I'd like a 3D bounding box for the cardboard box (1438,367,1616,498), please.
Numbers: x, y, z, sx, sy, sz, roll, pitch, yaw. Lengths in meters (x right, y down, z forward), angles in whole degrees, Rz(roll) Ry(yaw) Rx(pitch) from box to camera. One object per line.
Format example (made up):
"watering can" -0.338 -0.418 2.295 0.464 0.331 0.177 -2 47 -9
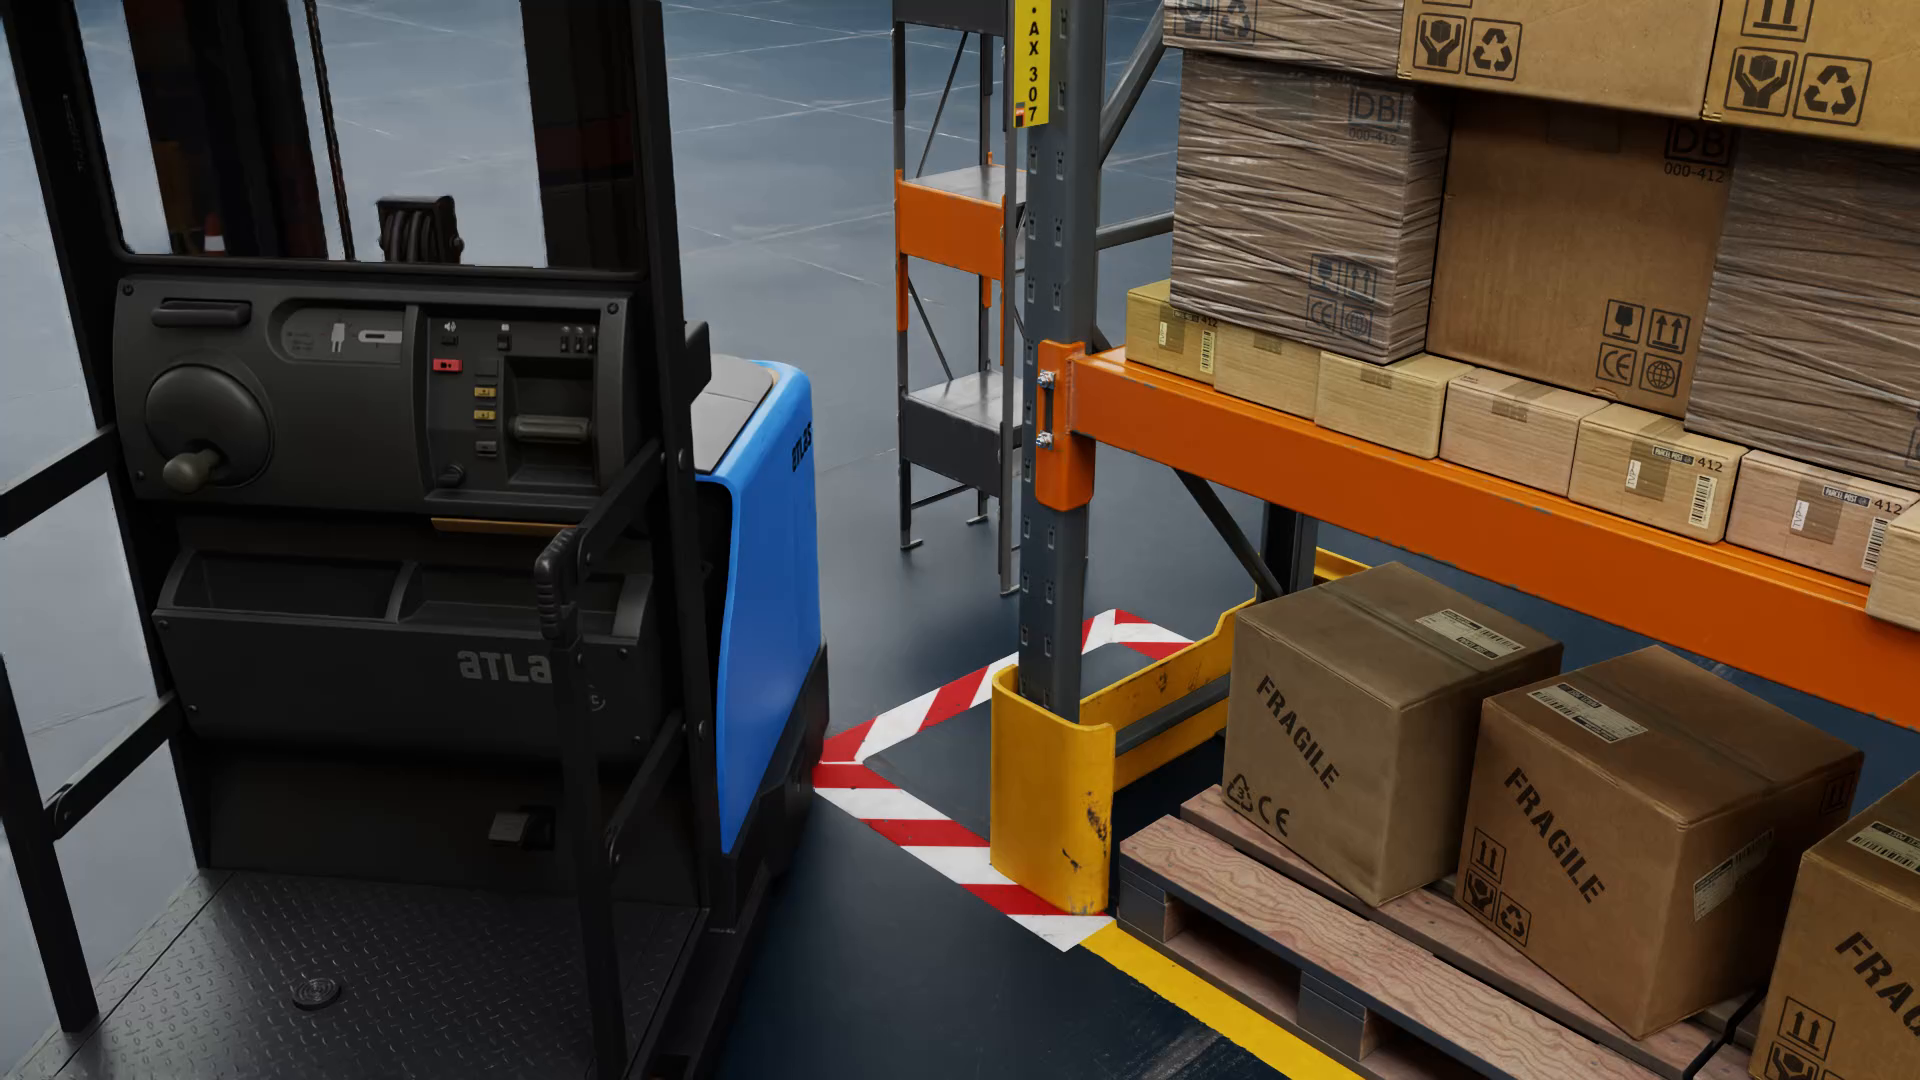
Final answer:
"cardboard box" 1.062 -0.225 2.933 0.380 0.149 0.250 -21 32 -38

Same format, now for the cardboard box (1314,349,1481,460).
"cardboard box" 0.876 -0.295 3.086 0.380 0.149 0.250 -21 32 -38

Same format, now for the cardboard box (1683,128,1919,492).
"cardboard box" 1.634 -0.450 2.643 0.875 0.500 0.500 -21 32 -38

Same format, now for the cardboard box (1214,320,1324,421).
"cardboard box" 0.716 -0.375 3.261 0.380 0.149 0.250 -21 32 -38

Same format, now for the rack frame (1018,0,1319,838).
"rack frame" 0.538 -0.725 3.725 1.000 3.000 0.127 -21 32 -38

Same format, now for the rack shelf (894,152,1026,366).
"rack shelf" 0.113 -0.893 5.210 0.431 0.518 0.480 -21 32 -38

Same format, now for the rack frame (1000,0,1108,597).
"rack frame" 0.280 -0.831 5.042 0.400 2.100 0.015 -21 32 -38

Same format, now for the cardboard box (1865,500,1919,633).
"cardboard box" 1.514 0.026 2.383 0.380 0.149 0.250 -21 32 -38

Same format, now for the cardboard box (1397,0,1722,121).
"cardboard box" 1.052 -0.963 2.563 0.500 0.500 0.500 -21 32 -38

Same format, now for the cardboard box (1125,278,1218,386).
"cardboard box" 0.559 -0.456 3.439 0.380 0.149 0.250 -21 32 -38

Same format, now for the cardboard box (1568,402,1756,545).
"cardboard box" 1.228 -0.148 2.762 0.380 0.149 0.250 -21 32 -38

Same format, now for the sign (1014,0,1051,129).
"sign" 0.143 -0.965 3.207 0.100 0.325 0.005 -21 32 -38

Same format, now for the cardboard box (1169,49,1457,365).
"cardboard box" 0.894 -0.731 3.260 0.875 0.500 0.500 -21 32 -38

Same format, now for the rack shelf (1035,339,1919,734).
"rack shelf" 1.905 0.208 2.546 1.077 0.370 4.000 -21 32 -38

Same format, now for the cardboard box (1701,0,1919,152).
"cardboard box" 1.395 -0.812 2.232 0.500 0.500 0.500 -21 32 -38

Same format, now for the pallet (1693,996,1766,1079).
"pallet" 1.950 1.193 2.881 1.003 0.211 1.213 -21 32 -38

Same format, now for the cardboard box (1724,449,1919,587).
"cardboard box" 1.418 -0.080 2.613 0.380 0.149 0.250 -21 32 -38

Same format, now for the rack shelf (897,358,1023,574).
"rack shelf" 0.113 -0.256 5.500 0.431 0.518 0.480 -21 32 -38

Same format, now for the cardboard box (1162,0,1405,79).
"cardboard box" 0.715 -1.117 2.900 0.500 0.500 0.500 -21 32 -38

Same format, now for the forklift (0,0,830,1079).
"forklift" -1.055 -0.223 2.708 1.130 2.935 3.031 3 25 7

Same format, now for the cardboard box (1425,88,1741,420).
"cardboard box" 1.324 -0.614 3.002 0.875 0.500 0.500 -21 32 -38

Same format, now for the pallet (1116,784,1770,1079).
"pallet" 1.120 0.823 3.691 1.003 0.211 1.213 -21 32 -38

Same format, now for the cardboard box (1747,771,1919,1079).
"cardboard box" 1.801 0.782 2.928 0.500 0.500 0.500 -18 30 -34

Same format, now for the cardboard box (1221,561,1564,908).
"cardboard box" 0.953 0.415 3.731 0.500 0.500 0.500 -15 28 -29

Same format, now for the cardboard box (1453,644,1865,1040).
"cardboard box" 1.387 0.587 3.355 0.500 0.500 0.500 -12 27 -25

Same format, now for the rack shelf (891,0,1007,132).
"rack shelf" 0.113 -1.530 4.919 0.431 0.518 0.480 -21 32 -38

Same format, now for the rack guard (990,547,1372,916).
"rack guard" 0.590 0.436 4.193 1.175 0.500 0.348 -21 32 -38

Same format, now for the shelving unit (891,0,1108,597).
"shelving unit" 0.113 -0.905 5.204 0.431 2.100 0.503 -21 32 -38

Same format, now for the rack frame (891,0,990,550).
"rack frame" -0.054 -0.979 5.366 0.400 2.100 0.015 -21 32 -38
